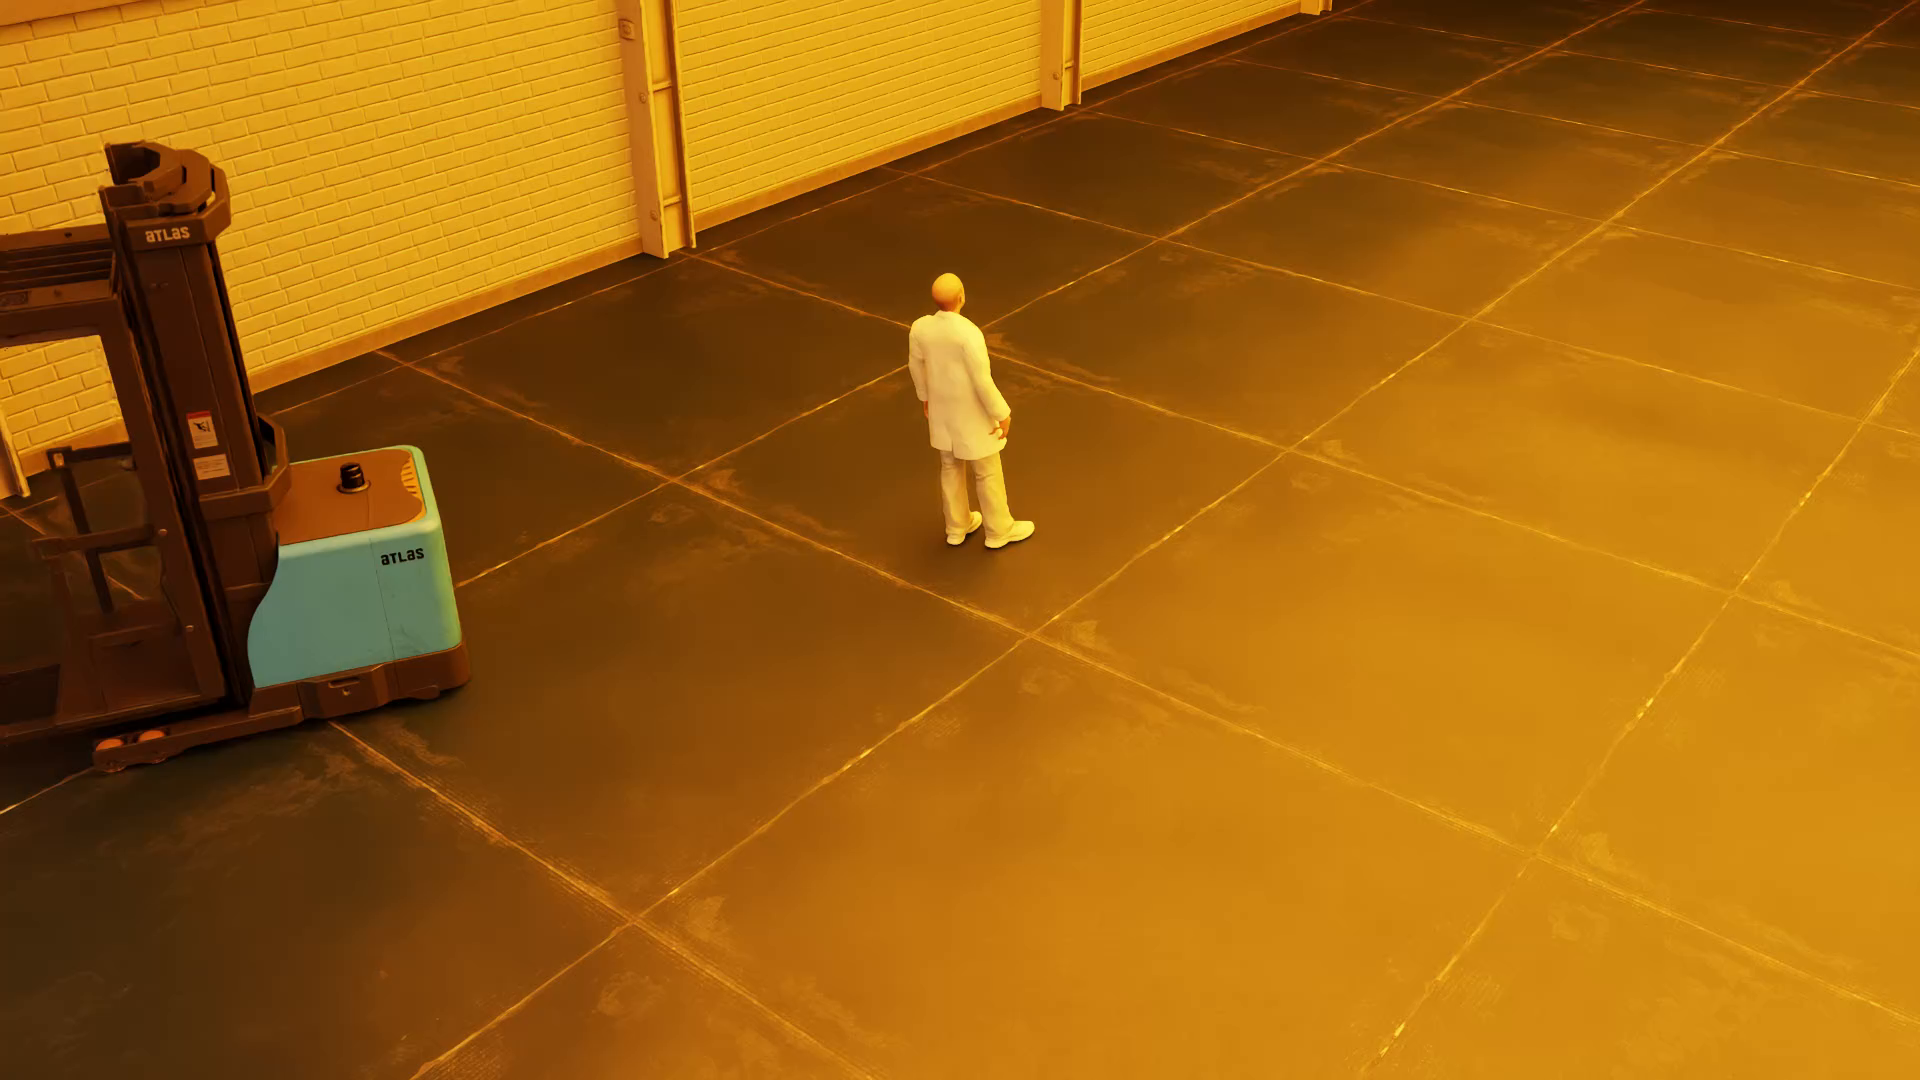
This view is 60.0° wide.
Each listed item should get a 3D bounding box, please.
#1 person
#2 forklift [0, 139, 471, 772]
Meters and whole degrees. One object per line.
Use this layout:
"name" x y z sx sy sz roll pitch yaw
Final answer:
"person" 0.060 -0.808 10.106 0.696 1.776 0.581 22 37 33
"forklift" -4.241 -0.385 8.254 3.031 2.935 1.130 -11 32 -19
